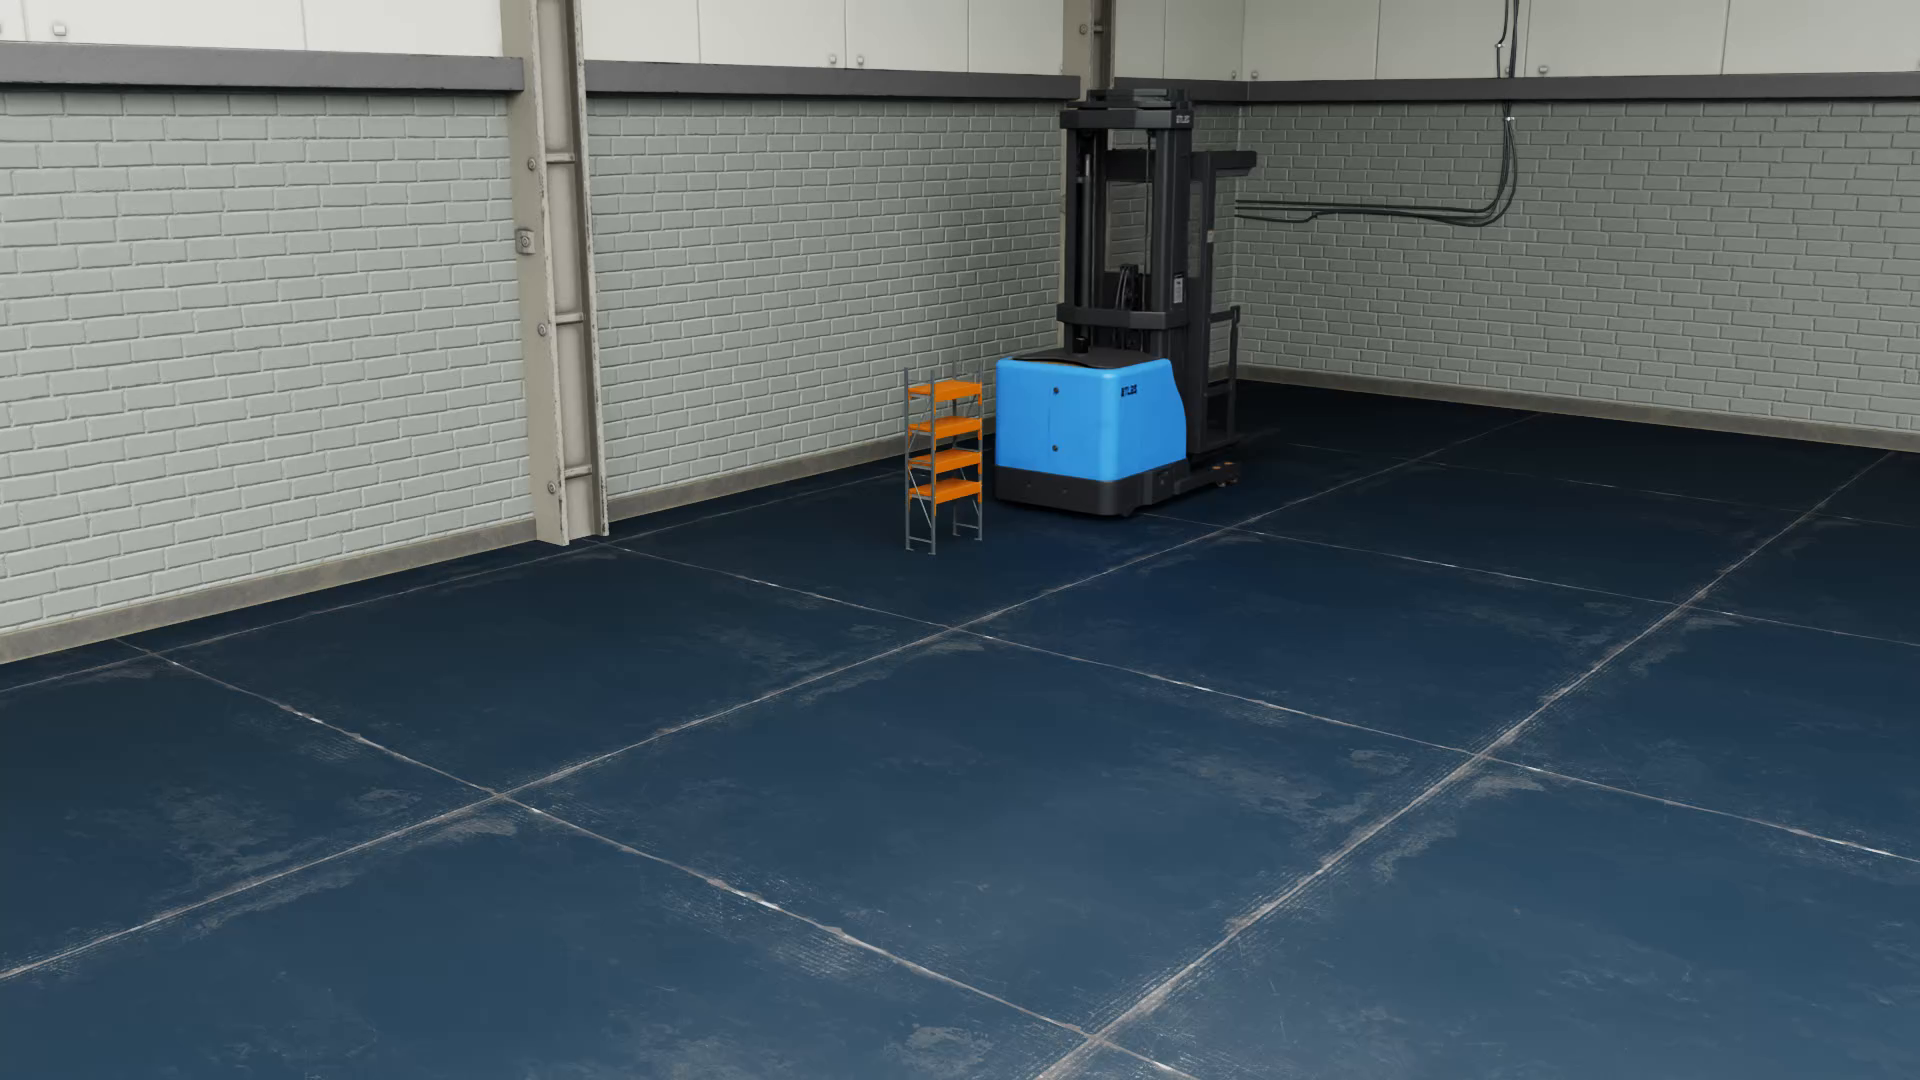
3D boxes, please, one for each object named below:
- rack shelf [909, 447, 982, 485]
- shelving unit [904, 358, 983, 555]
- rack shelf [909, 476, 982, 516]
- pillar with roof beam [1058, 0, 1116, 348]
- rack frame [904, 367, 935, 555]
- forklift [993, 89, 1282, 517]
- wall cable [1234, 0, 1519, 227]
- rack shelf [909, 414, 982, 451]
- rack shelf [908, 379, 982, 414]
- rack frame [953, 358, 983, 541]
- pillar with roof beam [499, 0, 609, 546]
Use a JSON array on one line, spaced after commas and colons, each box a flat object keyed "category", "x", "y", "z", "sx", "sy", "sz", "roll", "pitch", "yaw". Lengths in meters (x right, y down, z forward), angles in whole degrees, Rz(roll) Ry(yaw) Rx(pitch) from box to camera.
[{"category": "rack shelf", "x": -0.104, "y": -0.485, "z": 10.867, "sx": 0.258, "sy": 0.148, "sz": 0.480, "roll": 11, "pitch": 18, "yaw": 38}, {"category": "shelving unit", "x": -0.104, "y": -0.550, "z": 10.850, "sx": 0.258, "sy": 1.200, "sz": 0.503, "roll": 11, "pitch": 18, "yaw": 38}, {"category": "rack shelf", "x": -0.104, "y": -0.292, "z": 10.916, "sx": 0.258, "sy": 0.148, "sz": 0.480, "roll": 11, "pitch": 18, "yaw": 38}, {"category": "pillar with roof beam", "x": 4.504, "y": -4.867, "z": 12.007, "sx": 9.100, "sy": 9.000, "sz": 0.400, "roll": 11, "pitch": 18, "yaw": 38}, {"category": "rack frame", "x": -0.257, "y": -0.503, "z": 10.666, "sx": 0.240, "sy": 1.200, "sz": 0.015, "roll": 11, "pitch": 18, "yaw": 38}, {"category": "forklift", "x": 1.521, "y": -1.885, "z": 12.590, "sx": 1.130, "sy": 2.935, "sz": 3.031, "roll": 10, "pitch": 18, "yaw": 35}, {"category": "wall cable", "x": 4.035, "y": -4.388, "z": 16.427, "sx": 3.097, "sy": 2.526, "sz": 0.112, "roll": 11, "pitch": 18, "yaw": 38}, {"category": "rack shelf", "x": -0.104, "y": -0.701, "z": 10.812, "sx": 0.258, "sy": 0.148, "sz": 0.480, "roll": 11, "pitch": 18, "yaw": 38}, {"category": "rack shelf", "x": -0.104, "y": -0.931, "z": 10.754, "sx": 0.258, "sy": 0.148, "sz": 0.480, "roll": 11, "pitch": 18, "yaw": 38}, {"category": "rack frame", "x": 0.049, "y": -0.597, "z": 11.034, "sx": 0.240, "sy": 1.200, "sz": 0.015, "roll": 11, "pitch": 18, "yaw": 38}, {"category": "pillar with roof beam", "x": 0.733, "y": -3.718, "z": 7.484, "sx": 9.100, "sy": 9.000, "sz": 0.400, "roll": 11, "pitch": 18, "yaw": 38}]
